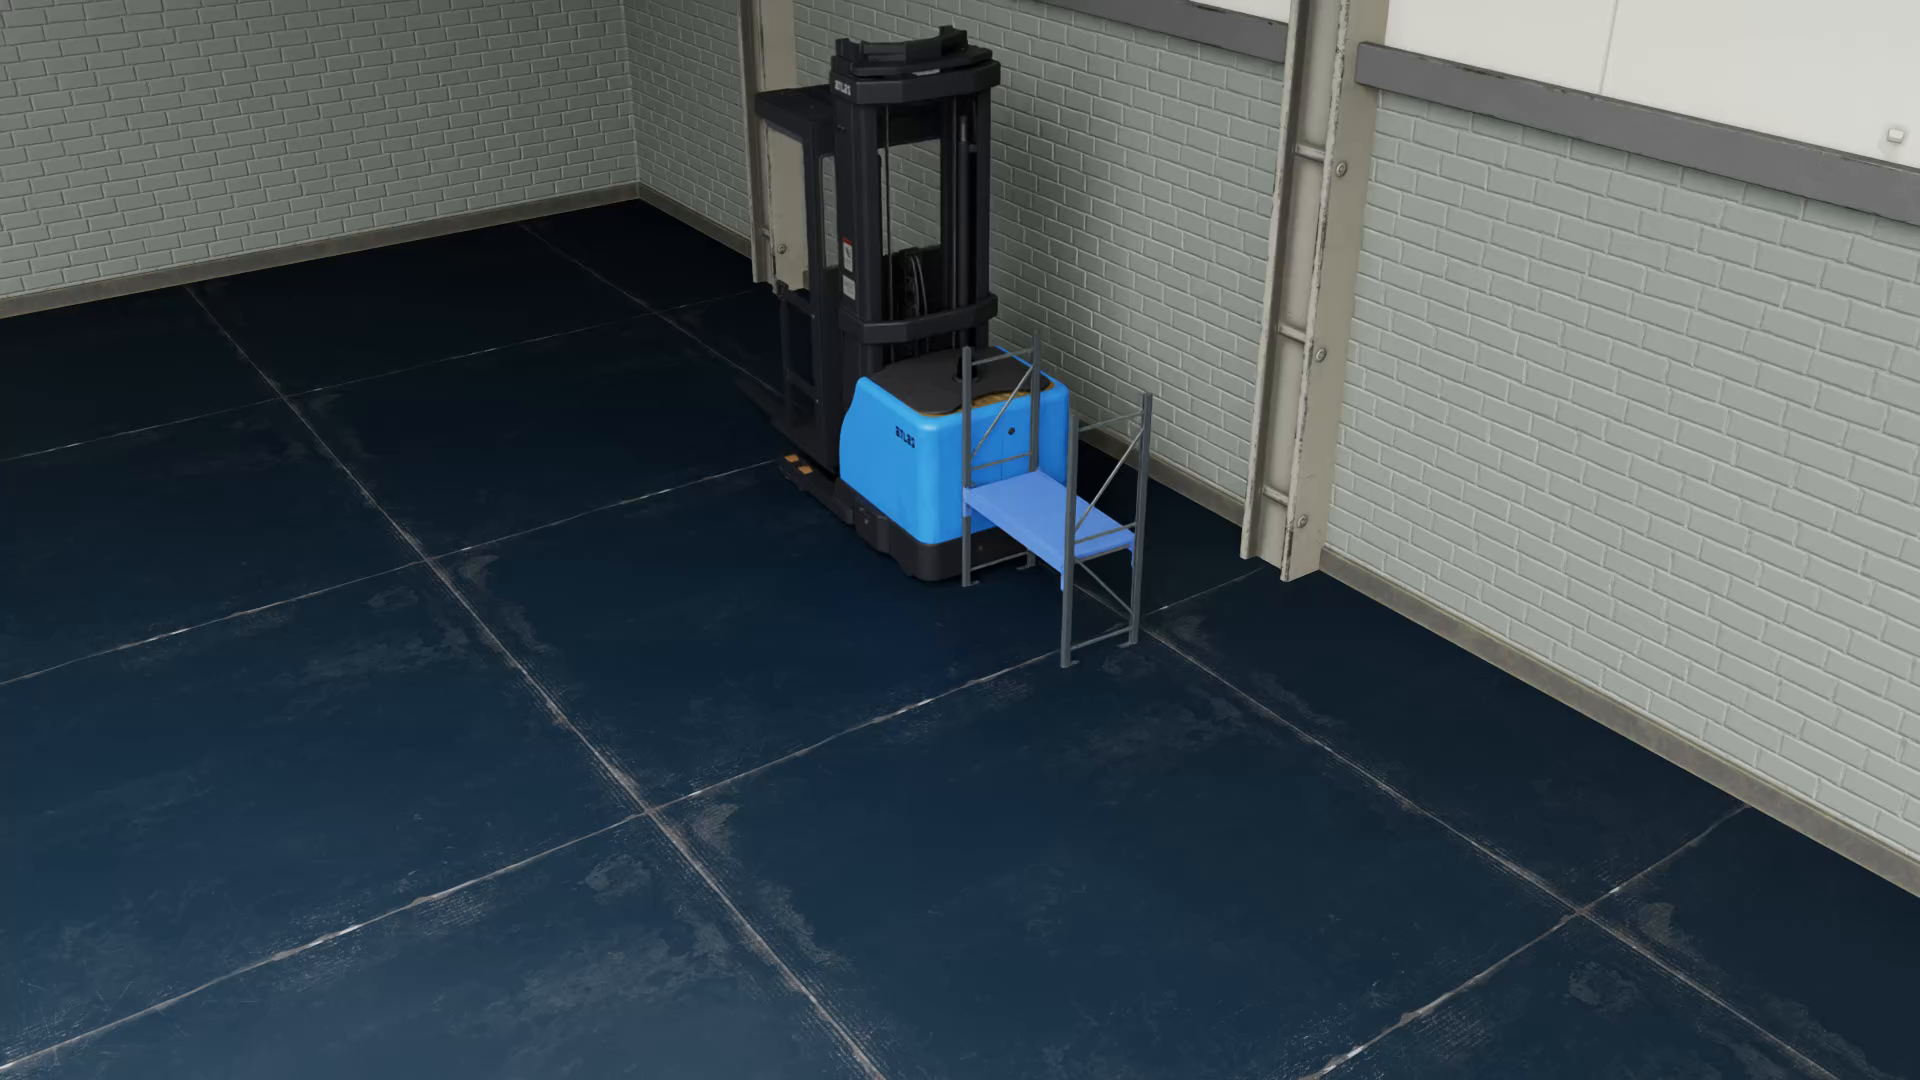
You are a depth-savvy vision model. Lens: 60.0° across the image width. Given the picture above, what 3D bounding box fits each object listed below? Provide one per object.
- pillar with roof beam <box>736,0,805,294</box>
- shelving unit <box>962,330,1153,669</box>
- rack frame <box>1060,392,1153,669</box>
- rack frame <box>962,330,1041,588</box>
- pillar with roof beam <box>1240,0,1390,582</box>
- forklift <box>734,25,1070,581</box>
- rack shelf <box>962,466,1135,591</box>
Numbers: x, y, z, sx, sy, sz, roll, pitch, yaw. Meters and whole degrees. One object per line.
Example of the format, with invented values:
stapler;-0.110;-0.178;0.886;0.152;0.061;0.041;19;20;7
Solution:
pillar with roof beam;-5.057;-4.965;9.963;9.100;9.000;0.400;-19;34;-31
shelving unit;0.497;-0.238;9.117;0.538;1.500;1.048;-16;33;-27
rack frame;0.763;-0.031;8.736;0.500;1.500;0.032;-16;33;-27
rack frame;0.231;-0.445;9.498;0.500;1.500;0.032;-16;33;-27
pillar with roof beam;-1.577;-2.632;5.668;9.100;9.000;0.400;-19;34;-31
forklift;-0.544;-1.712;10.331;1.130;2.935;3.031;-16;33;-27
rack shelf;0.497;-0.080;9.203;0.538;0.185;1.000;-16;33;-27
